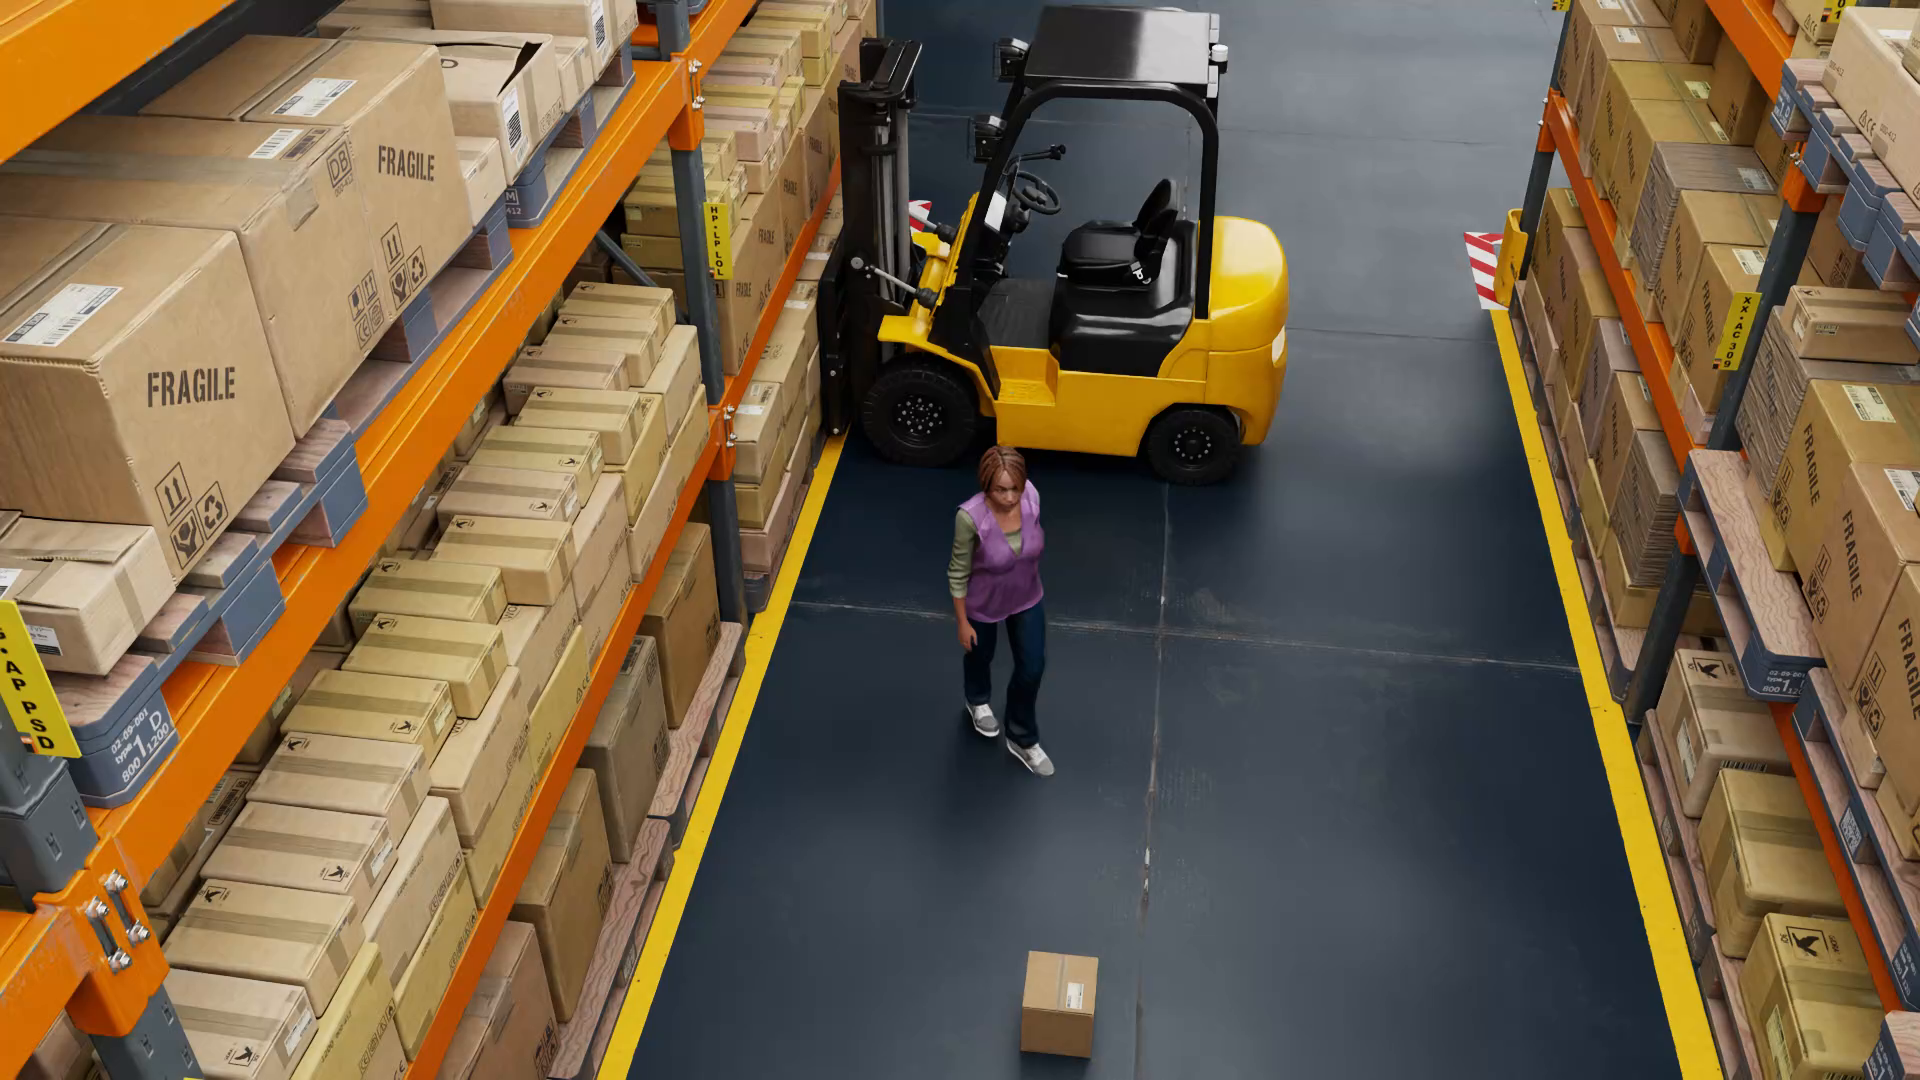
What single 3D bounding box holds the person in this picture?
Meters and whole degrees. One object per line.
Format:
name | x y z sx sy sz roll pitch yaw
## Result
person | 0.135 0.251 6.726 0.441 1.625 0.554 -12 38 -16
